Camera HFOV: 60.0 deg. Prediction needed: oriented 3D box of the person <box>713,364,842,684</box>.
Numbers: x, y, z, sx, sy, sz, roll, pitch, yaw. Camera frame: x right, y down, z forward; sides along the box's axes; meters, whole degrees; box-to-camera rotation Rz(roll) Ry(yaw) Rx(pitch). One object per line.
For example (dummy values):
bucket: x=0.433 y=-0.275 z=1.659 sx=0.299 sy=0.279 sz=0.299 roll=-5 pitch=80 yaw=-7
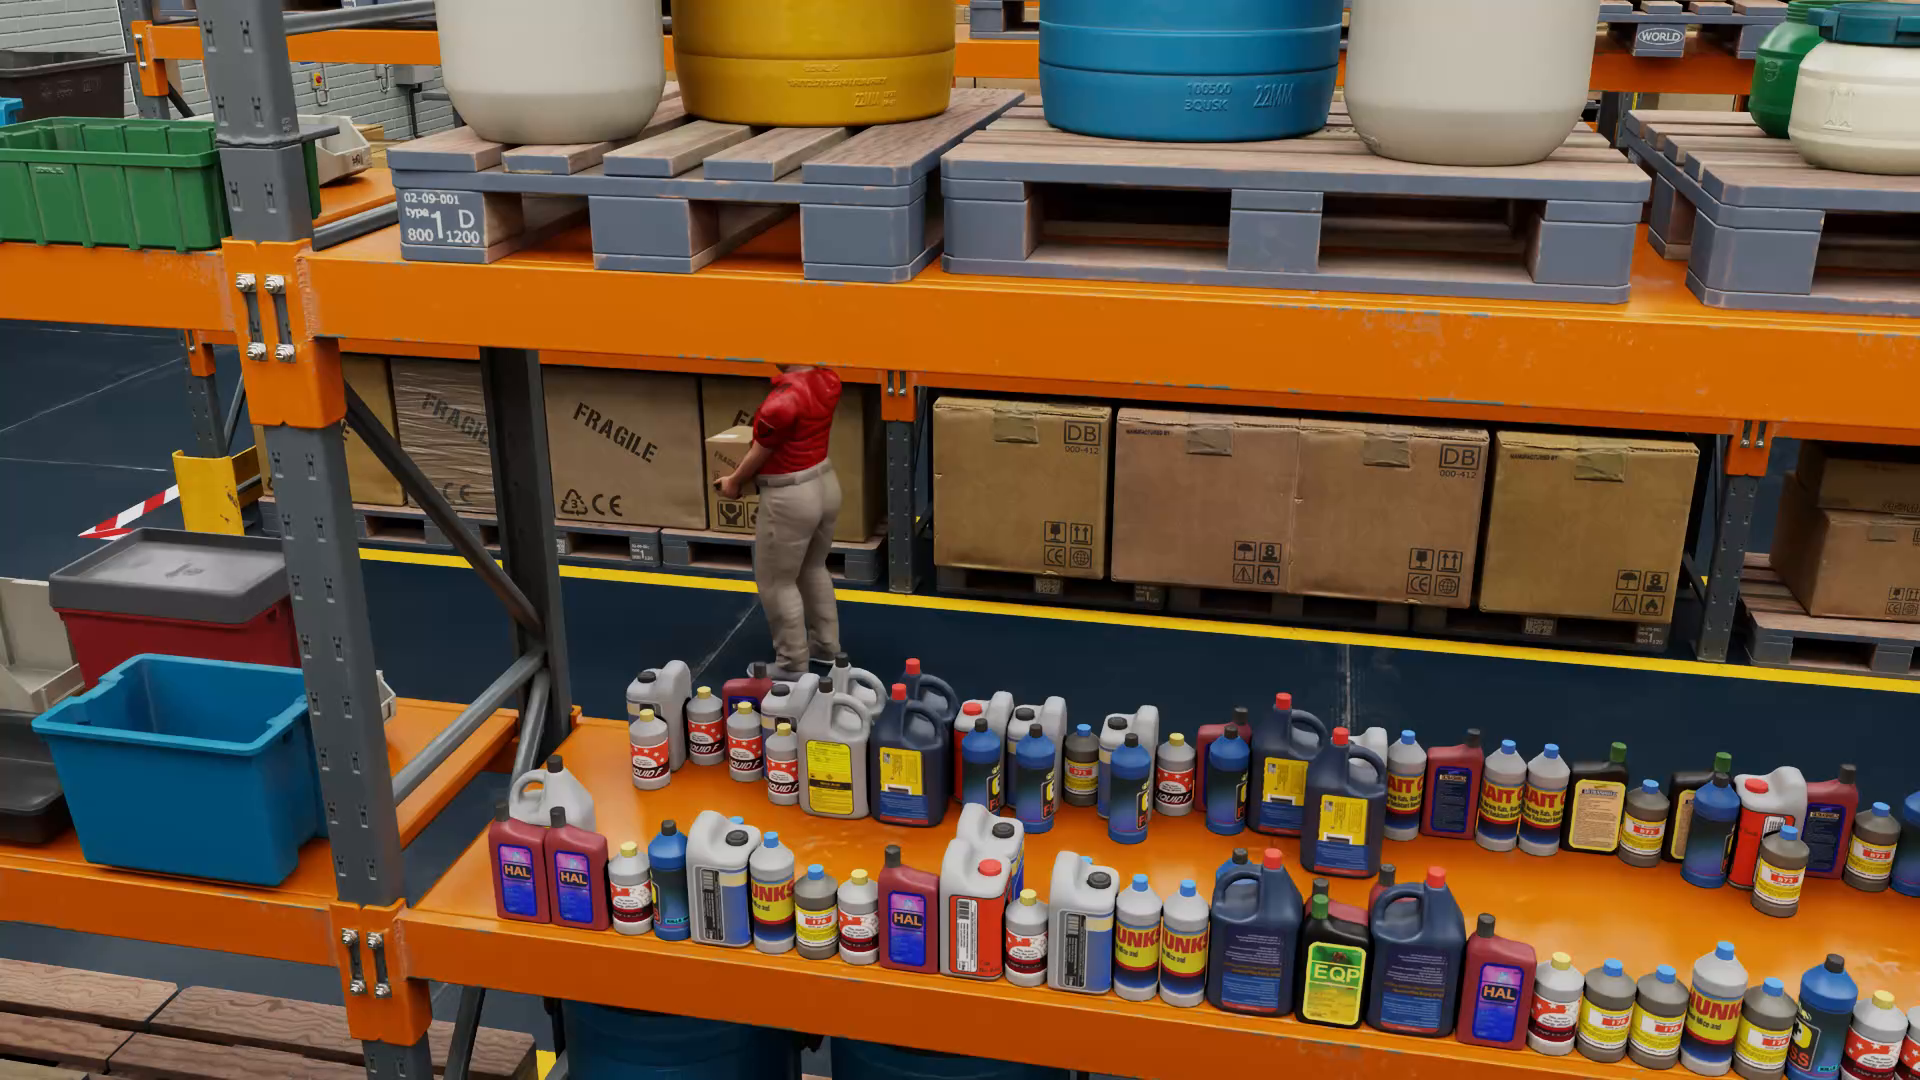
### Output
person: x=-0.835 y=-0.184 z=7.592 sx=0.537 sy=1.712 sz=0.494 roll=11 pitch=24 yaw=26
